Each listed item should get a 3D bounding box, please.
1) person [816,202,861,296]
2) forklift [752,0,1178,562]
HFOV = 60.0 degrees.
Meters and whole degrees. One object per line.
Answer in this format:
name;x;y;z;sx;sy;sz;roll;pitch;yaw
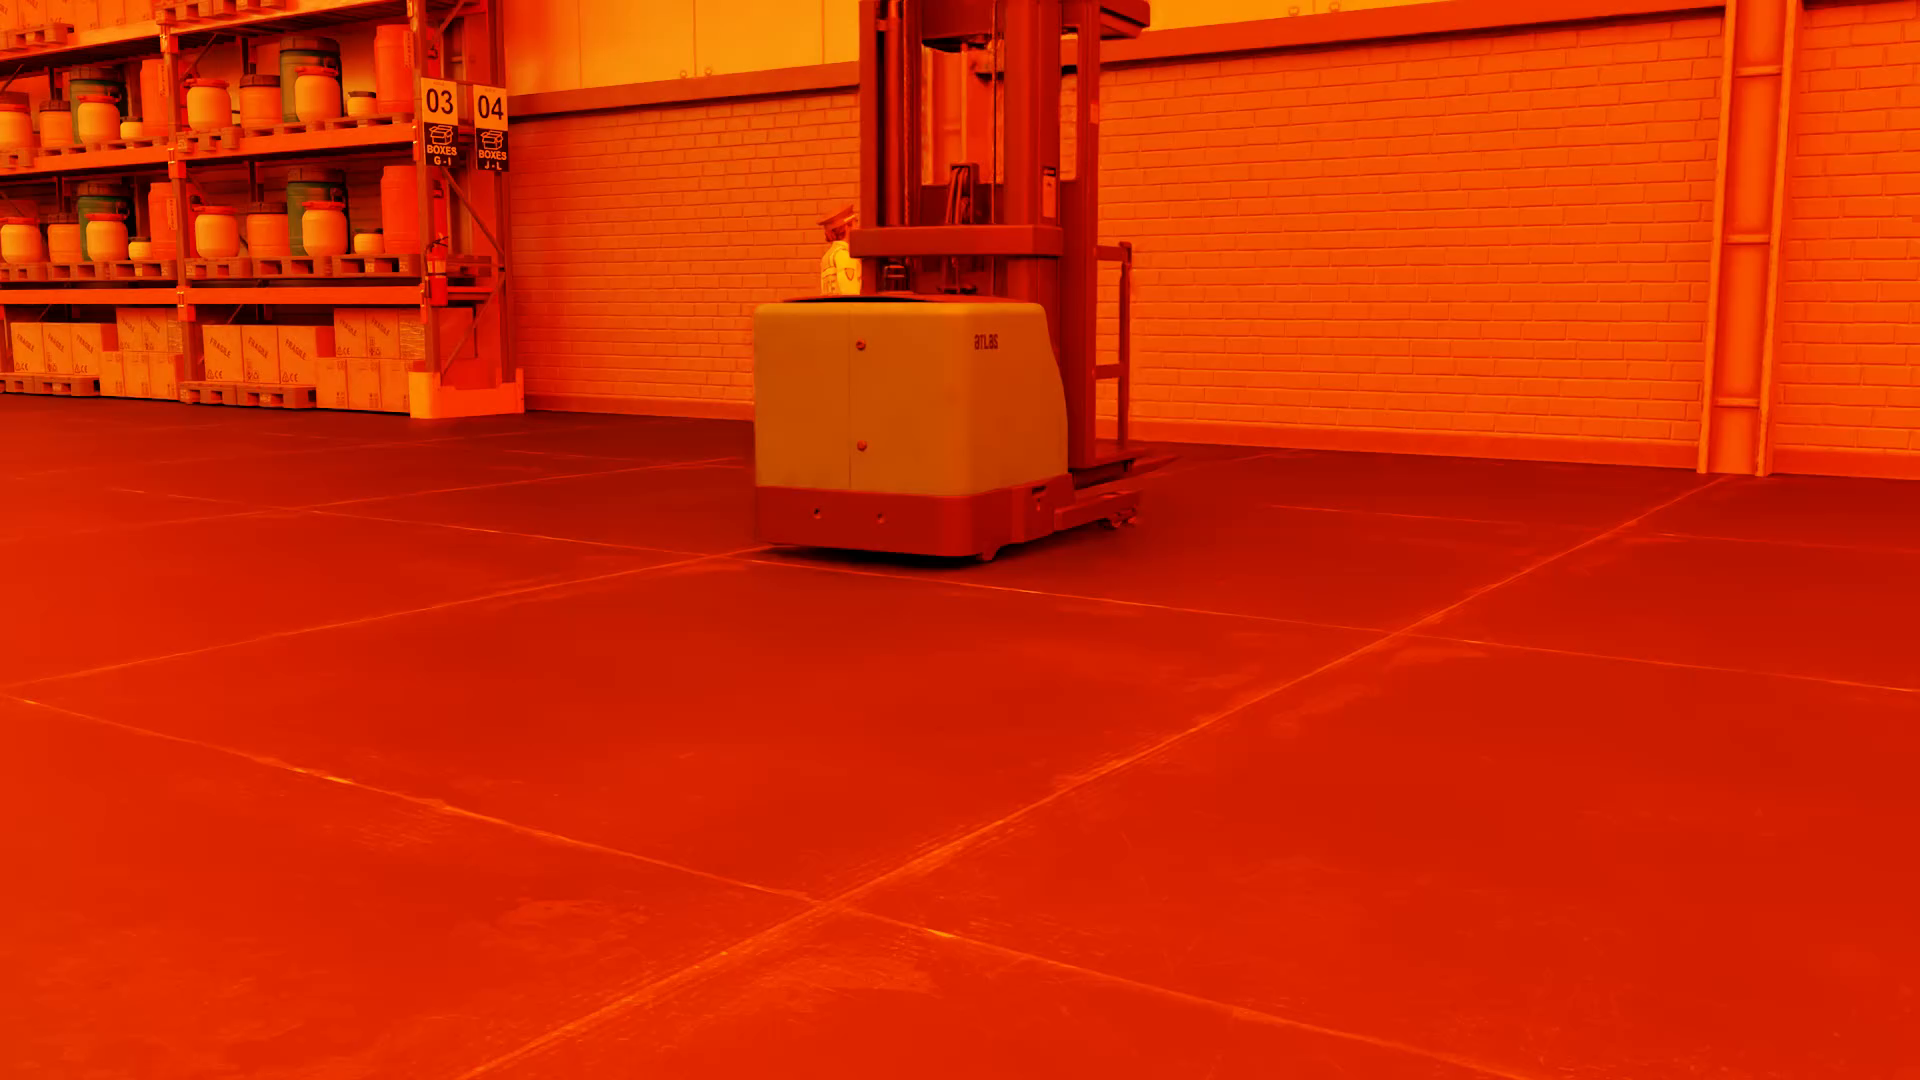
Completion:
person;-0.626;-1.282;10.549;0.532;1.694;0.584;-3;9;-22
forklift;0.236;-1.532;7.964;1.130;2.935;3.031;4;9;27
